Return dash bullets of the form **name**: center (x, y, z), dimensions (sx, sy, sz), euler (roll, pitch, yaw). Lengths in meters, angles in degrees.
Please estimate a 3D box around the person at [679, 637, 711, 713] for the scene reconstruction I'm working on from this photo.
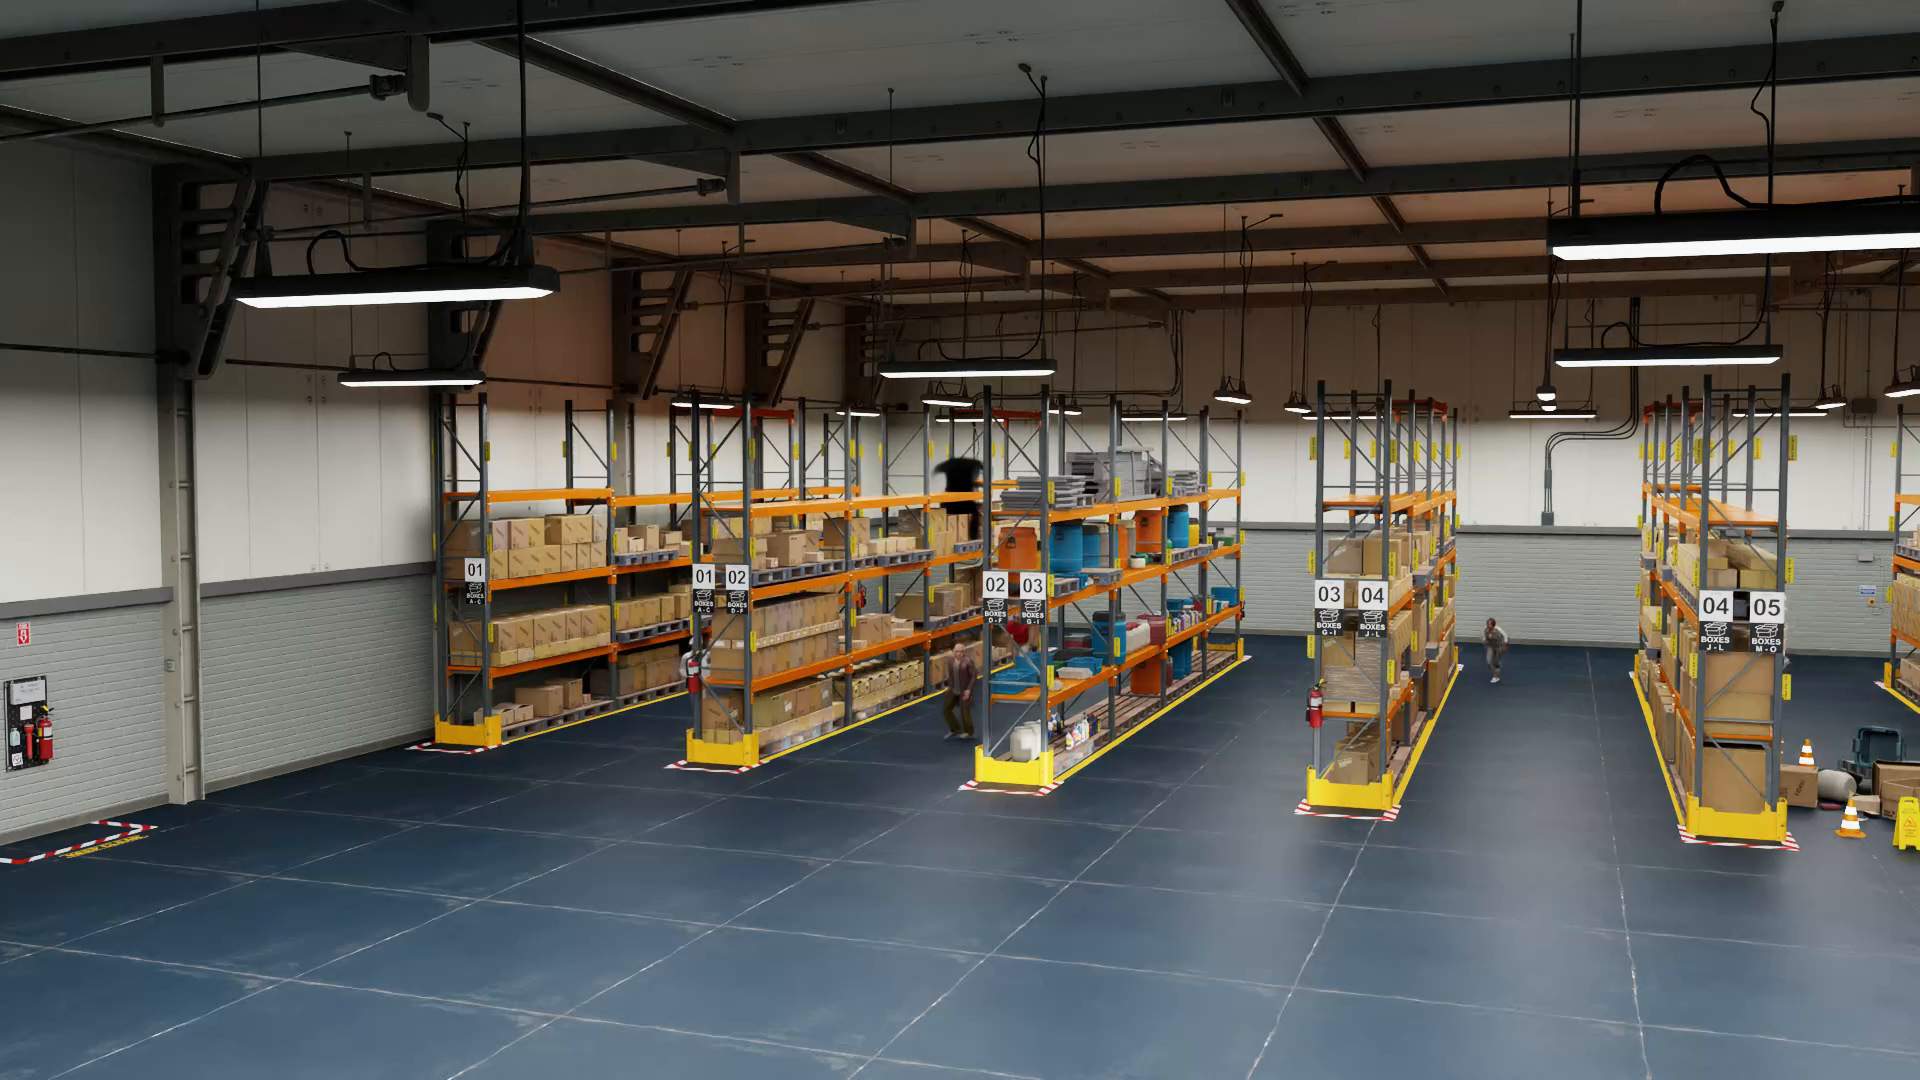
- **person**: center (-4.617, 2.533, 29.272), dimensions (0.624, 1.726, 0.998), euler (0, 3, 2)

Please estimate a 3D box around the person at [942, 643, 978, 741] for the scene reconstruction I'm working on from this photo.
- **person**: center (0.037, 2.614, 28.669), dimensions (0.701, 1.719, 0.775), euler (2, 4, 30)

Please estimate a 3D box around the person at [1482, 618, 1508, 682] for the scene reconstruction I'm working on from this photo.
- **person**: center (11.638, 2.436, 36.093), dimensions (0.550, 1.311, 0.859), euler (2, 4, 35)

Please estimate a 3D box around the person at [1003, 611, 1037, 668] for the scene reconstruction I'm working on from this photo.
- **person**: center (1.301, 2.343, 35.596), dimensions (0.703, 1.657, 1.016), euler (1, 3, 11)

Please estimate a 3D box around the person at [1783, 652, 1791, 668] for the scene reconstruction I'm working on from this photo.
- **person**: center (18.300, 2.066, 37.677), dimensions (0.991, 1.788, 0.661), euler (0, 3, 4)
